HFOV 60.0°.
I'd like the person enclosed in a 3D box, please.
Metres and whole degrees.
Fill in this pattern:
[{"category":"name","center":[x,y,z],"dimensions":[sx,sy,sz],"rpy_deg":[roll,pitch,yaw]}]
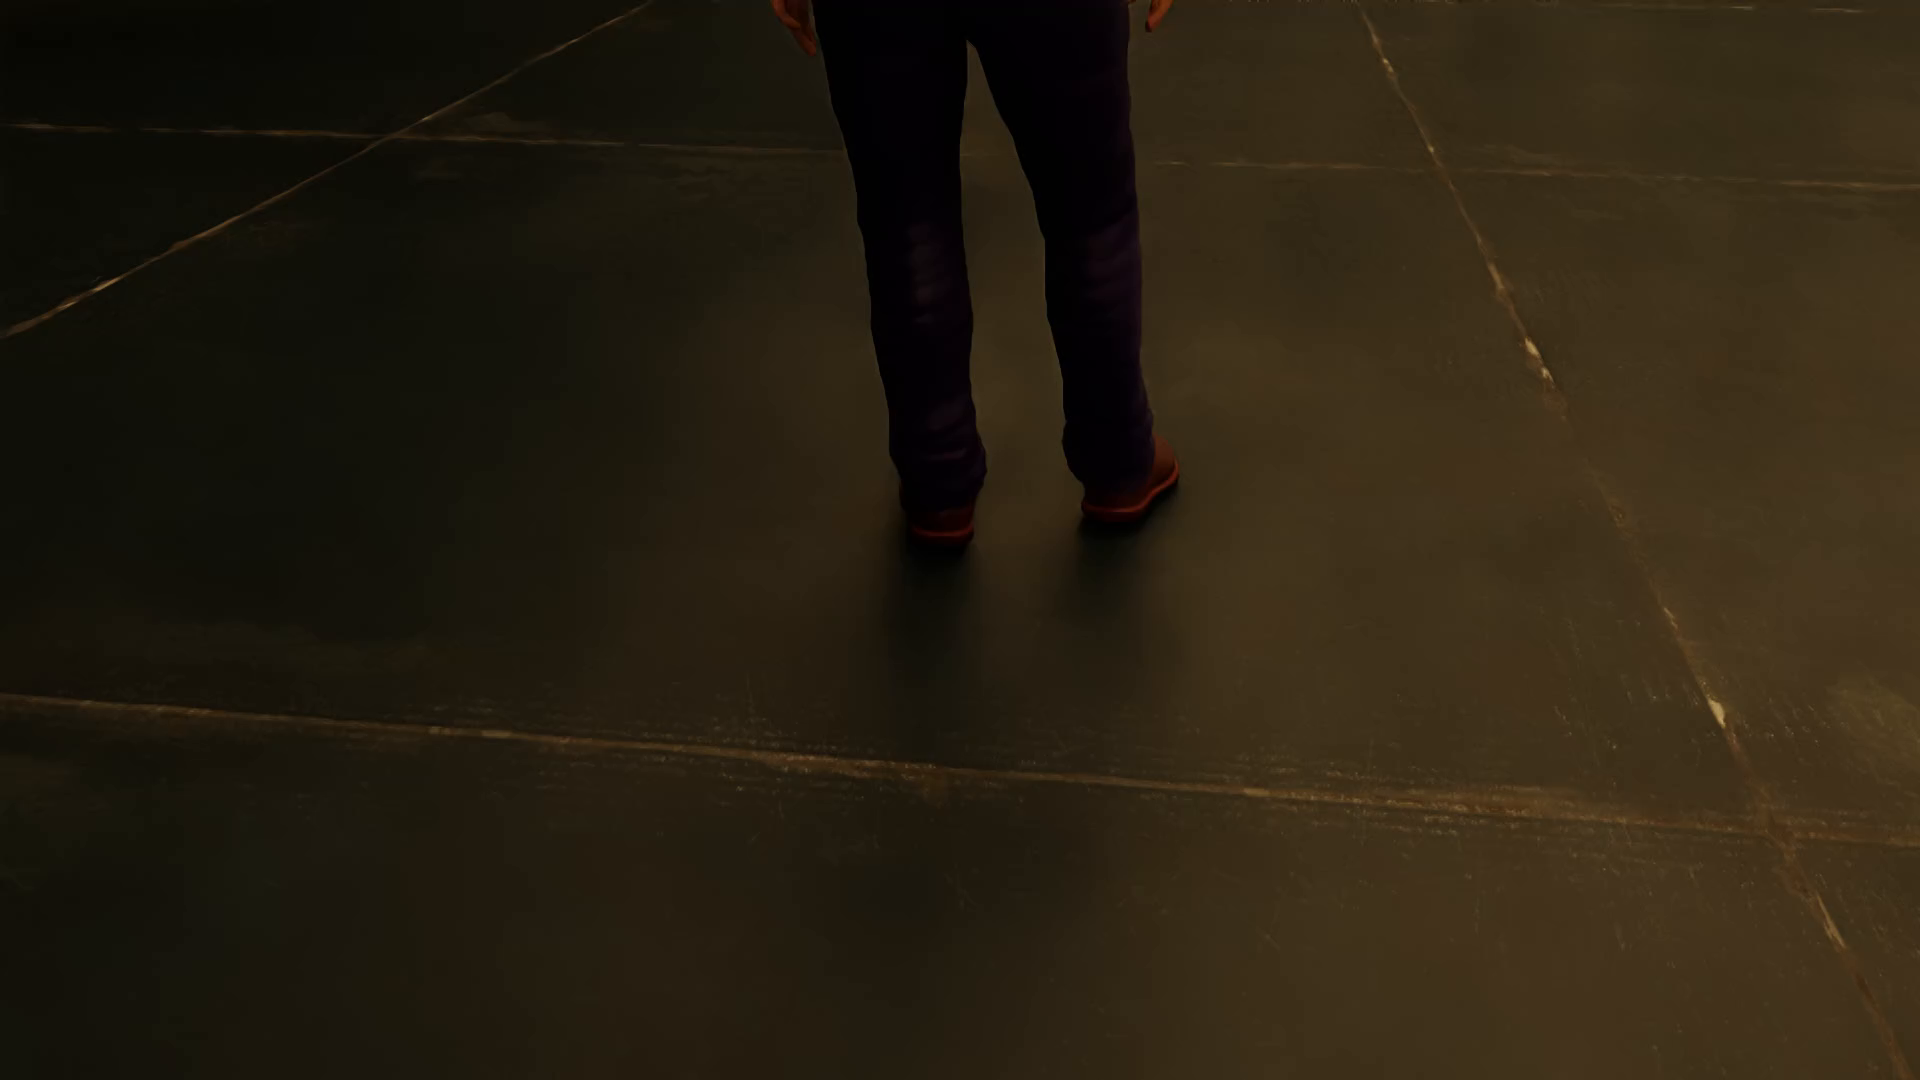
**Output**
[{"category":"person","center":[0.034,-0.782,2.206],"dimensions":[0.599,1.650,0.502],"rpy_deg":[3,27,7]}]
